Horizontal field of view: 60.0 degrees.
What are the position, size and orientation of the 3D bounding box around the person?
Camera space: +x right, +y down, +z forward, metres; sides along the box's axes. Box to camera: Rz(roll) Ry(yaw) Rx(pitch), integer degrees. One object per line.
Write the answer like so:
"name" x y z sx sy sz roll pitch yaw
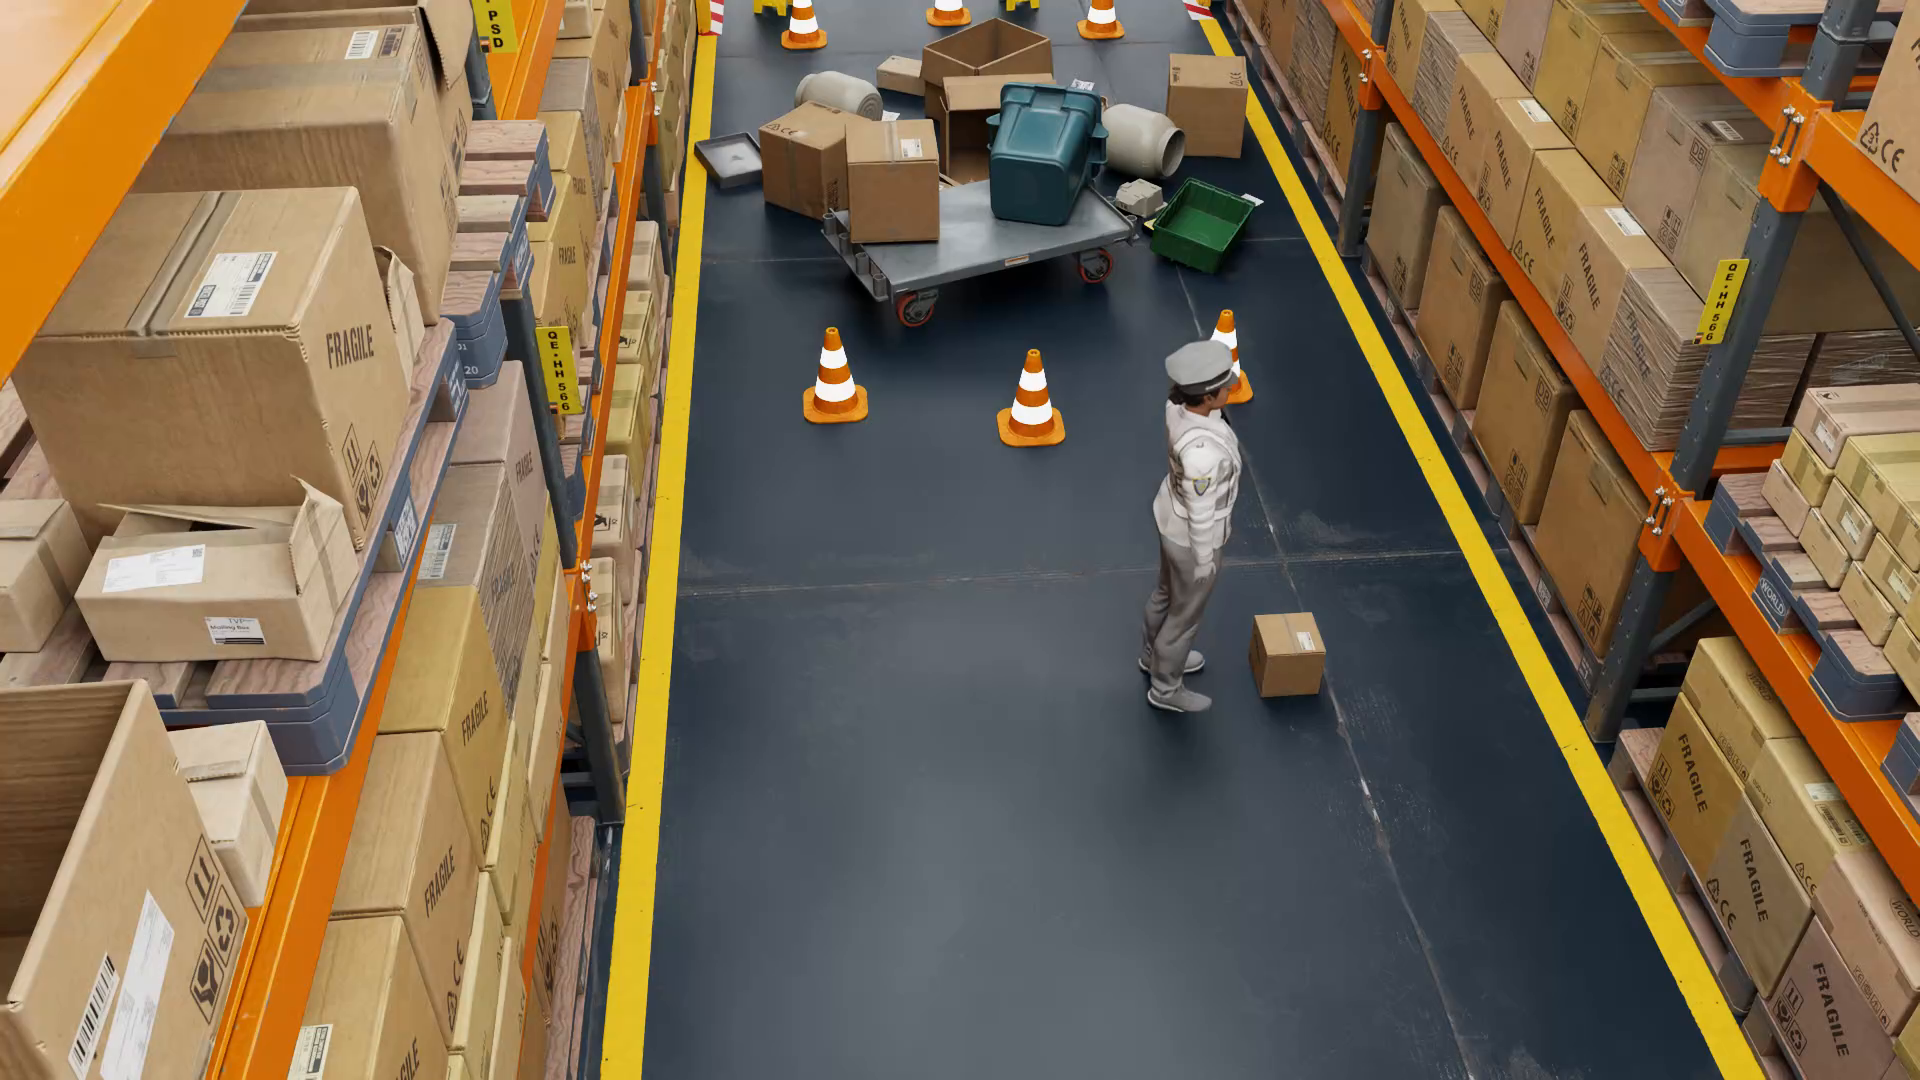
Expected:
"person" 0.928 -0.037 6.628 0.339 1.712 0.470 -2 39 -3
